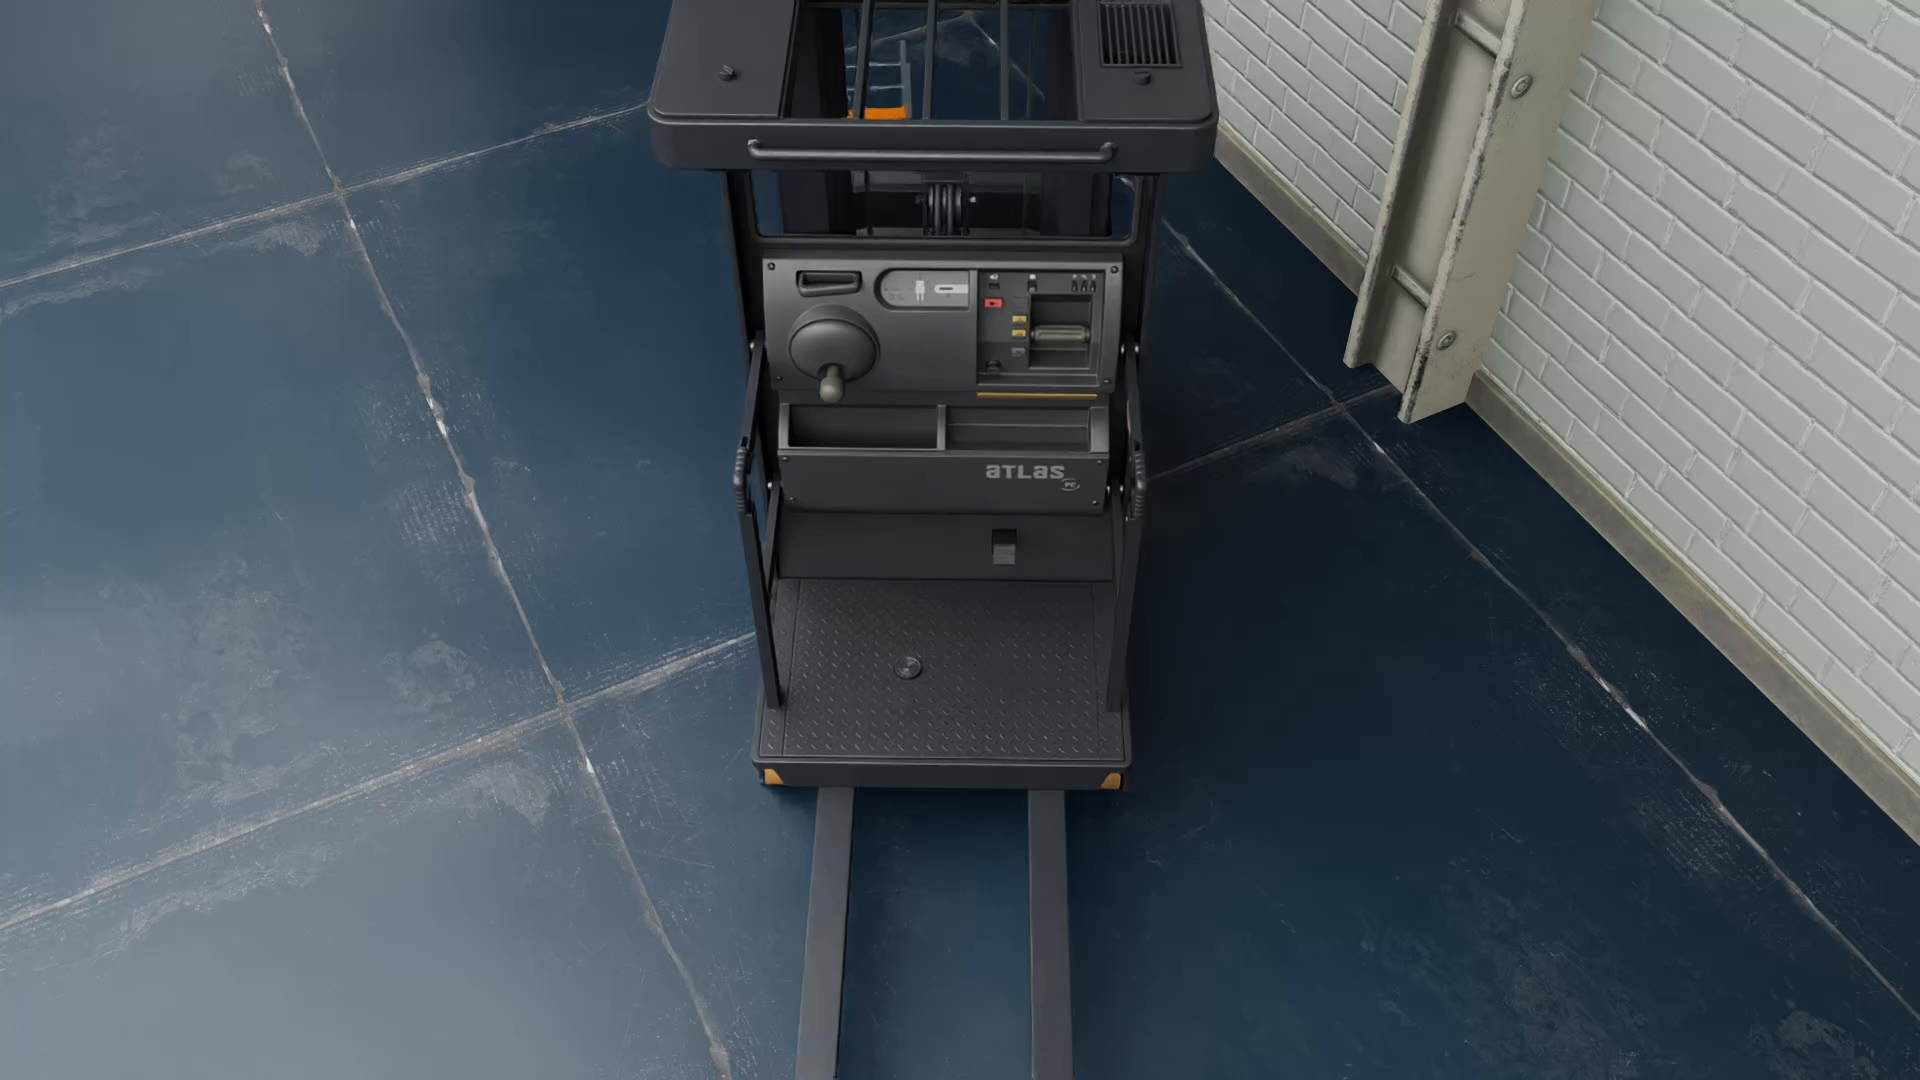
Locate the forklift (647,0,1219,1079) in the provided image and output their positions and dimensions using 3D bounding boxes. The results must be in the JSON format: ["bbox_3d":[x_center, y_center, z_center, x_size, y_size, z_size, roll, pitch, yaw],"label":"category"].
[{"bbox_3d":[-0.046,-0.452,4.198,1.130,2.935,3.031,1,49,1],"label":"forklift"}]

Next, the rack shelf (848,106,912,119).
[{"bbox_3d":[-0.291,-1.425,5.775,0.258,0.103,0.180,-4,39,-3],"label":"rack shelf"}]

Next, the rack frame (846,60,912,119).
[{"bbox_3d":[-0.278,-1.123,5.904,0.240,1.200,0.006,-4,39,-3],"label":"rack frame"}]

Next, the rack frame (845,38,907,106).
[{"bbox_3d":[-0.294,-1.239,6.046,0.240,1.200,0.006,-4,39,-3],"label":"rack frame"}]

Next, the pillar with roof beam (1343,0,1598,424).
[{"bbox_3d":[-2.141,-2.089,1.599,9.100,9.000,0.400,-21,52,-18],"label":"pillar with roof beam"}]

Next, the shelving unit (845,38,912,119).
[{"bbox_3d":[-0.286,-1.181,5.975,0.258,1.200,0.189,-4,39,-3],"label":"shelving unit"}]
